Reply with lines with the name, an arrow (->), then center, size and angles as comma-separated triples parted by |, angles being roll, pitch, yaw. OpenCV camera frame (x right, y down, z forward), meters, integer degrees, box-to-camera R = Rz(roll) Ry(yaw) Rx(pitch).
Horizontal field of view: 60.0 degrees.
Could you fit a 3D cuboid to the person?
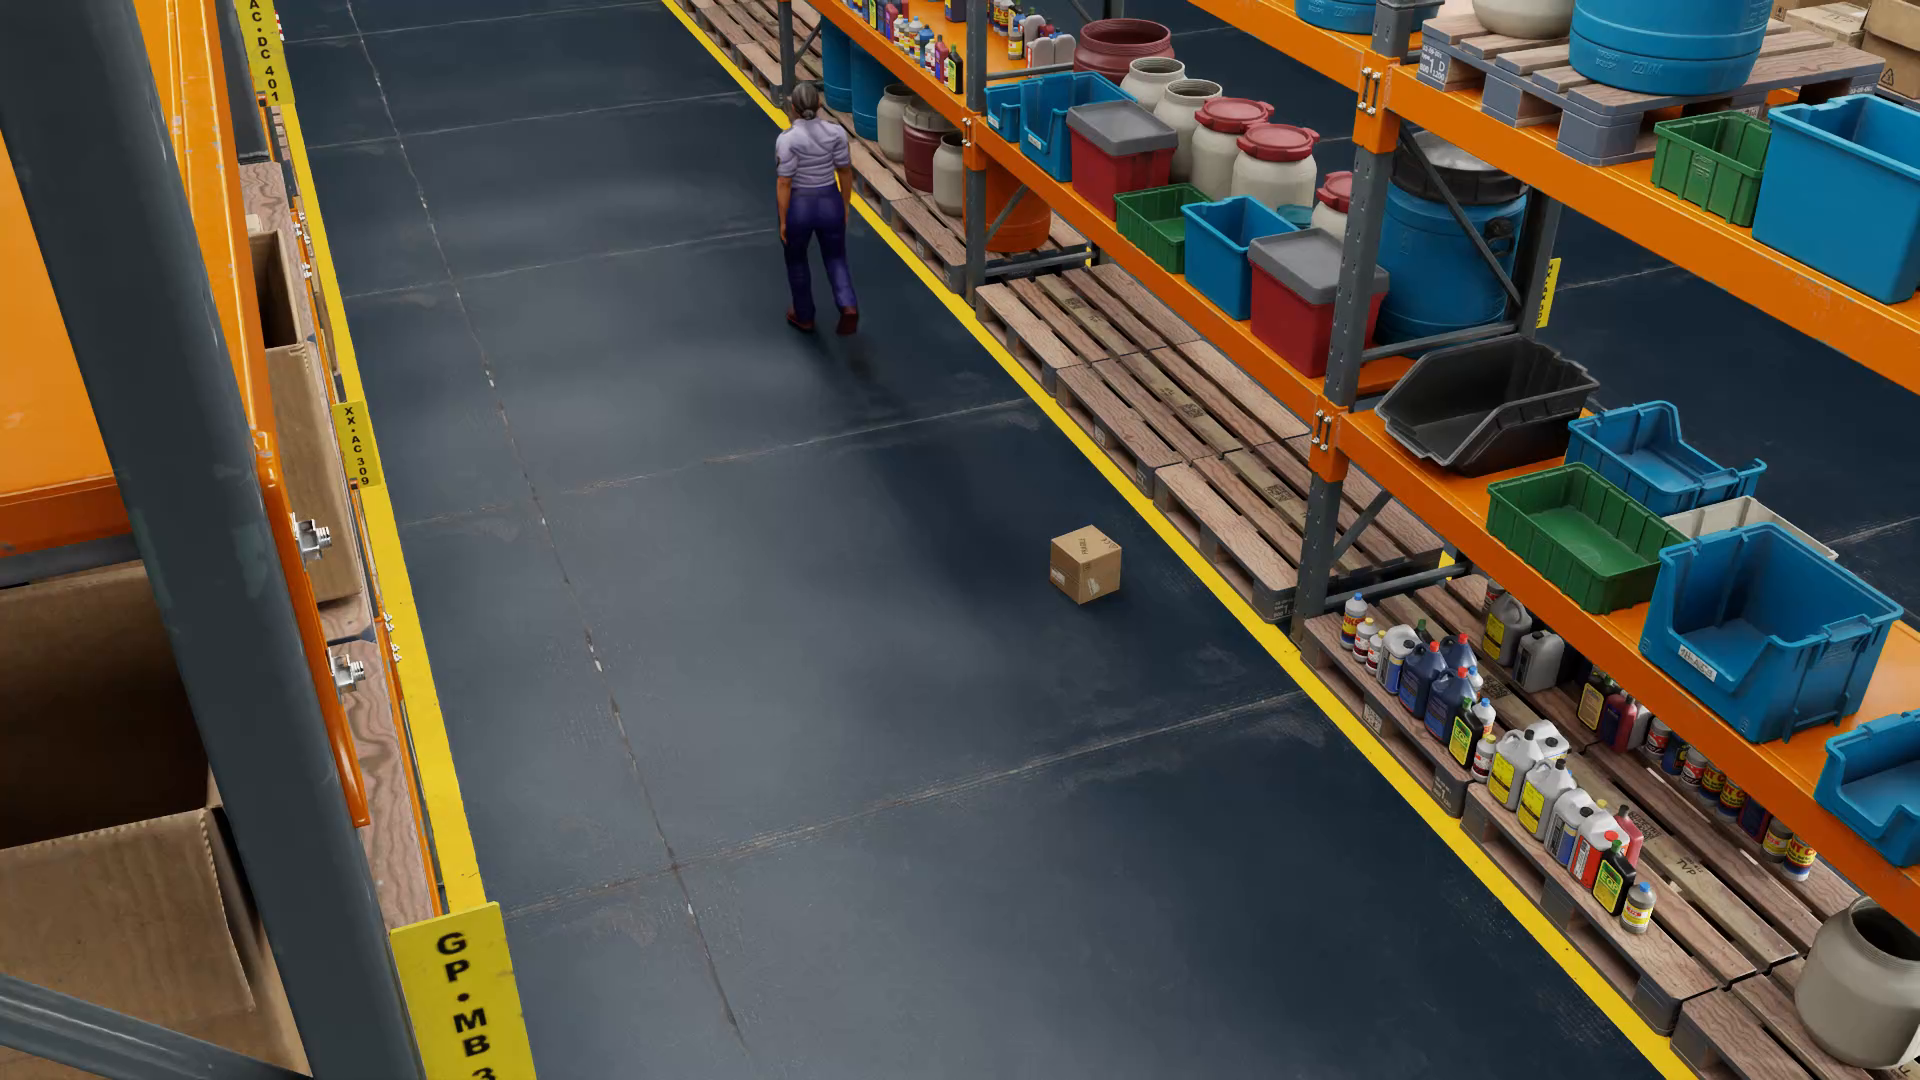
person -> -0.877, -1.983, 10.118 | 0.481, 1.610, 0.723 | -13, 36, -18
